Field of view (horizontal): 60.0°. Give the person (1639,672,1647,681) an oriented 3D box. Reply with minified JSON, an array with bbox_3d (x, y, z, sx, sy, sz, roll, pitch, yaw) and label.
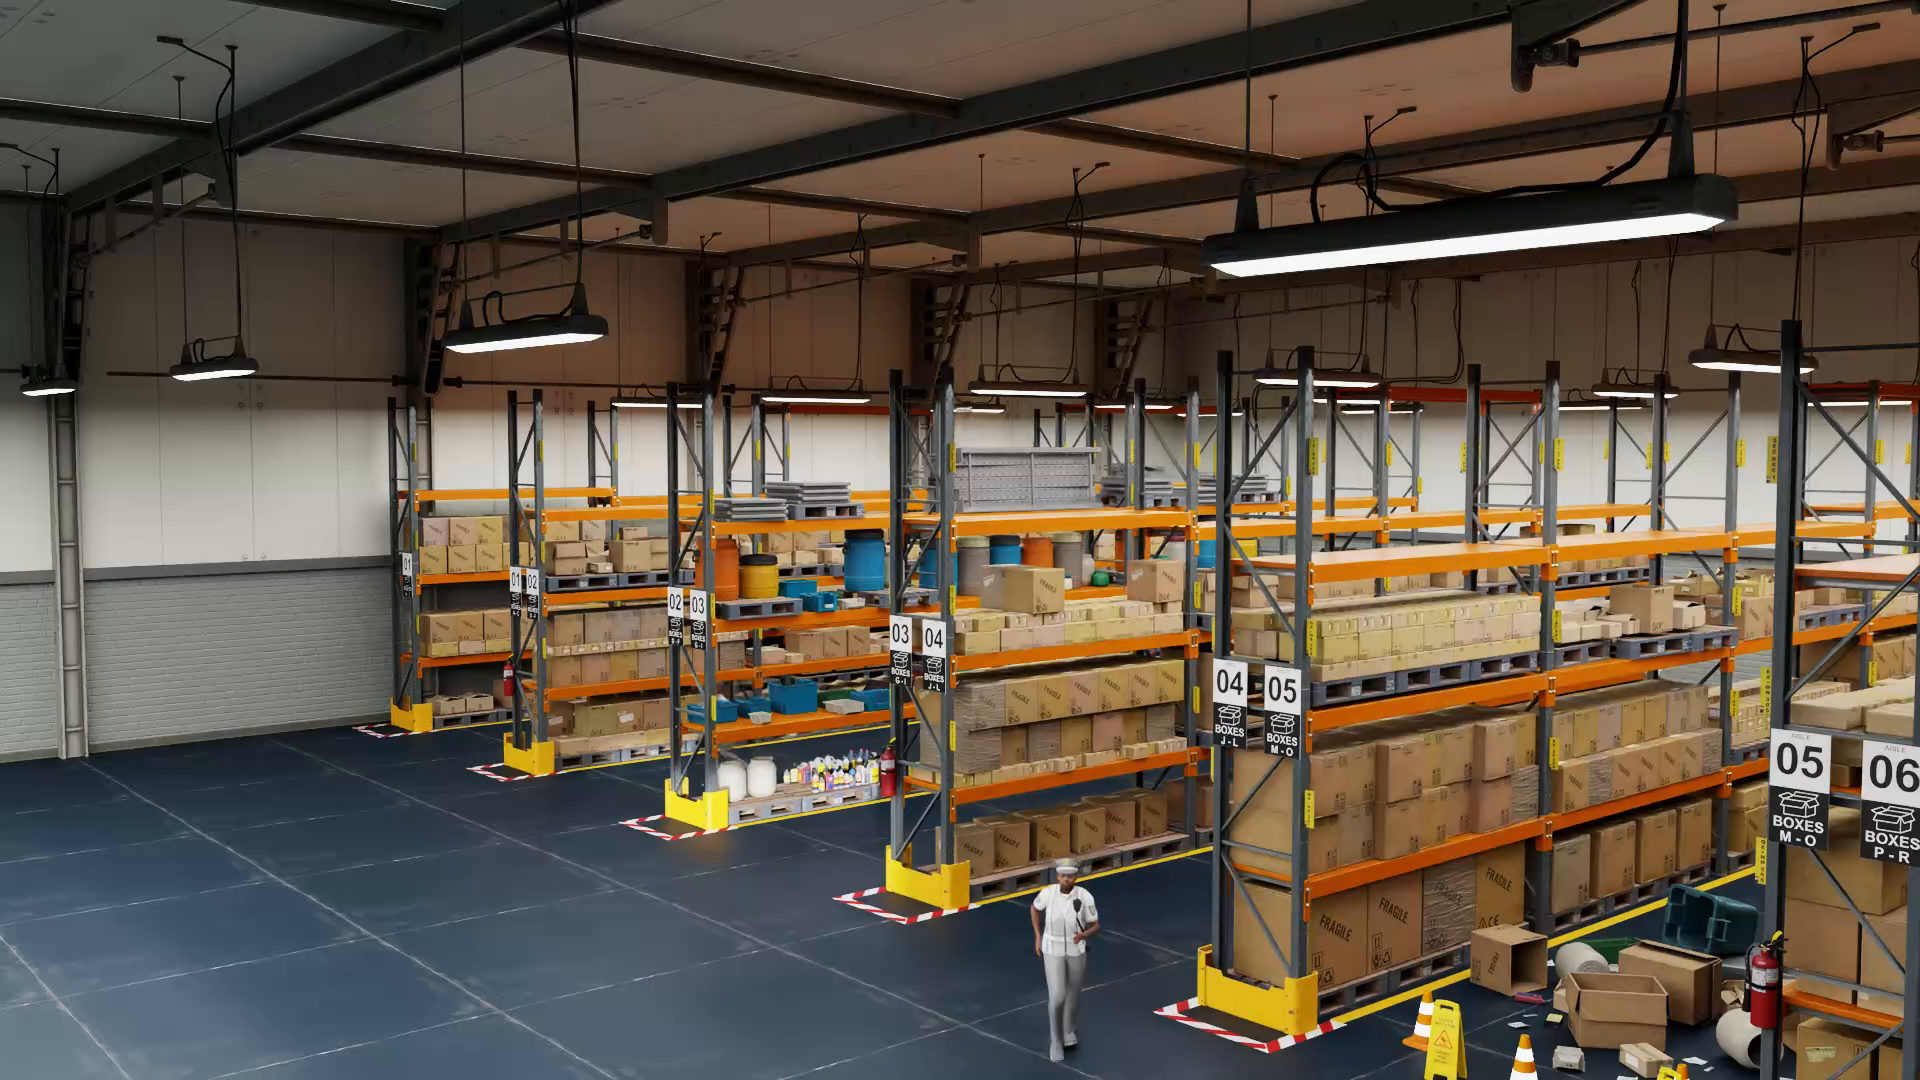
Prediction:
[{"bbox_3d":[10.307,2.817,24.782,0.912,1.817,0.629,-2,4,-36],"label":"person"}]

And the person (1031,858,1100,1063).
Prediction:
[{"bbox_3d":[0.890,3.509,13.953,0.555,1.739,0.760,0,3,-2],"label":"person"}]

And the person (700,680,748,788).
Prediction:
[{"bbox_3d":[-3.536,2.913,25.001,0.750,1.614,0.524,-2,4,-28],"label":"person"}]
